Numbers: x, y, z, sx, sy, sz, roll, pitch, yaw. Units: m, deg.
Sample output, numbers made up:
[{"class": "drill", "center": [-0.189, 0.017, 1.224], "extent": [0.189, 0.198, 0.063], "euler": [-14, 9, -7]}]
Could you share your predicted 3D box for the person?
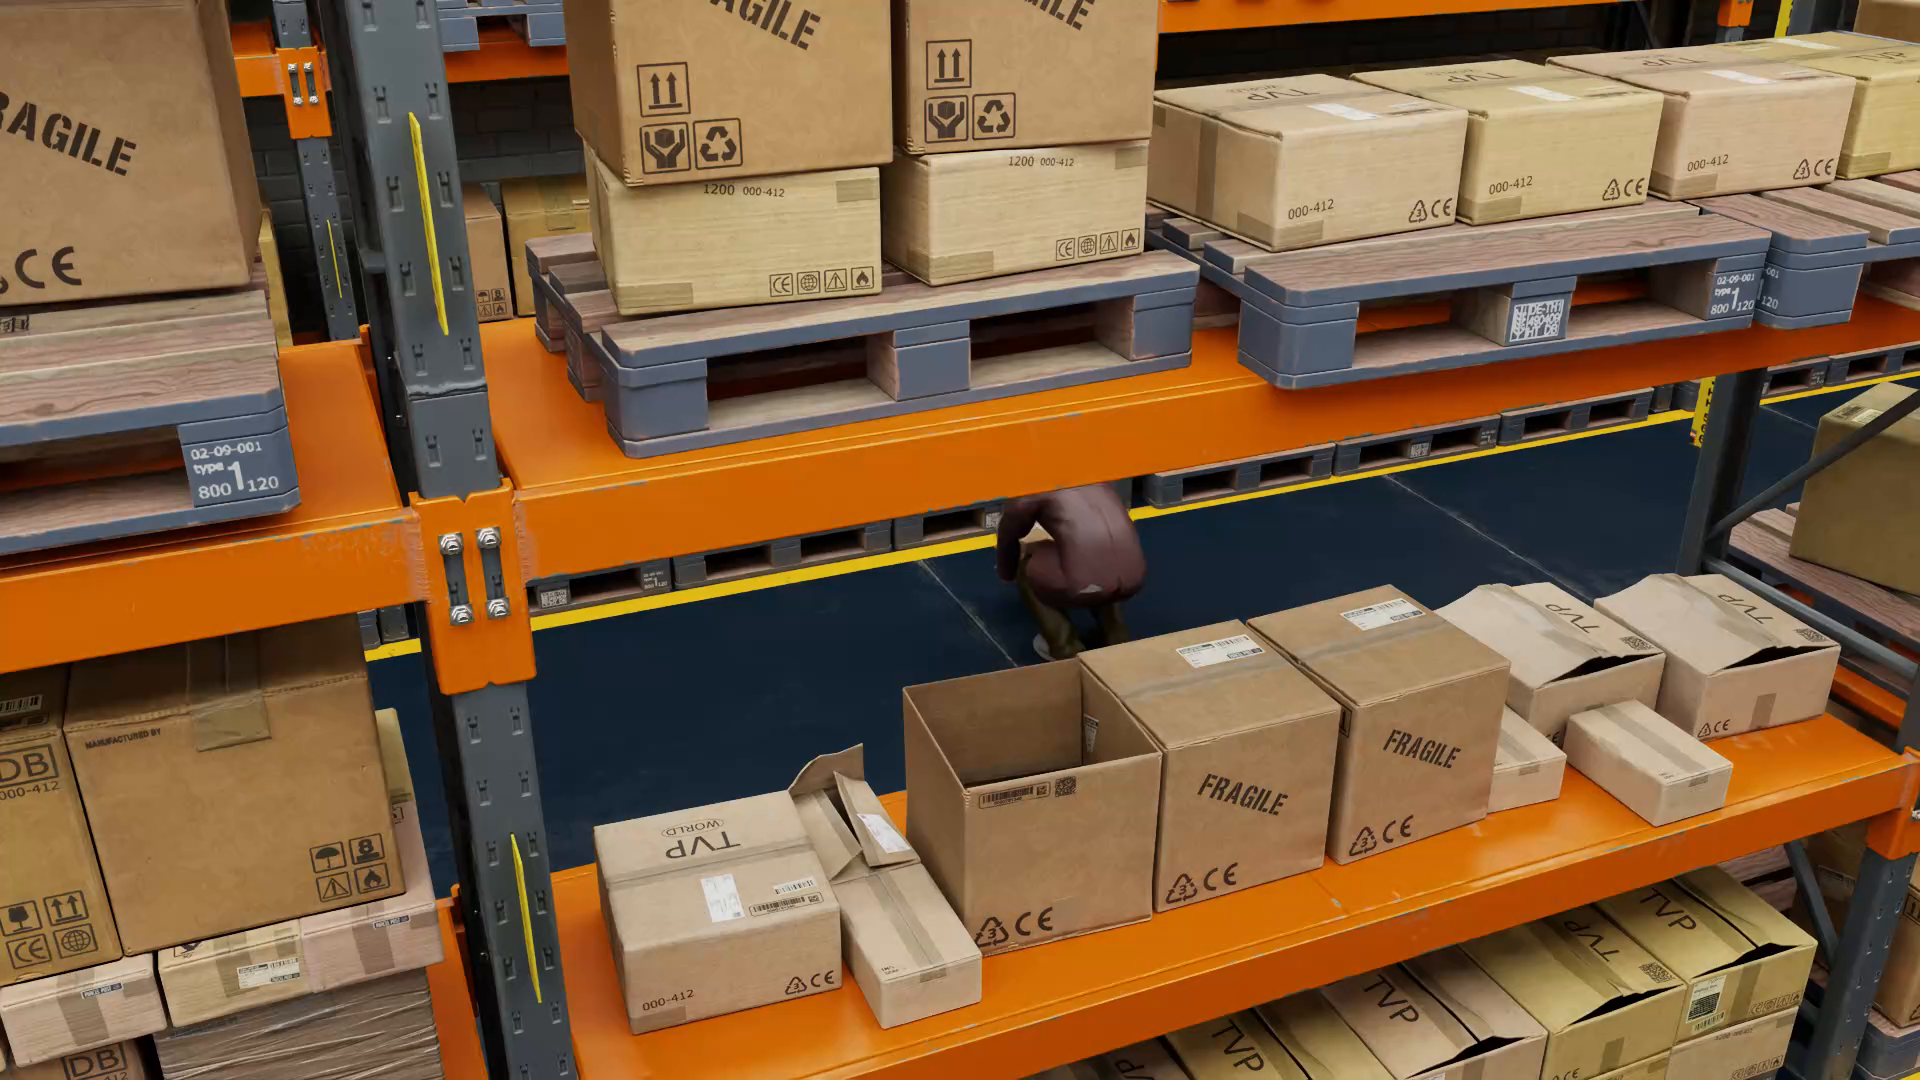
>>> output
[{"class": "person", "center": [0.521, 0.046, 7.899], "extent": [0.612, 1.032, 0.909], "euler": [-10, 28, -21]}]
